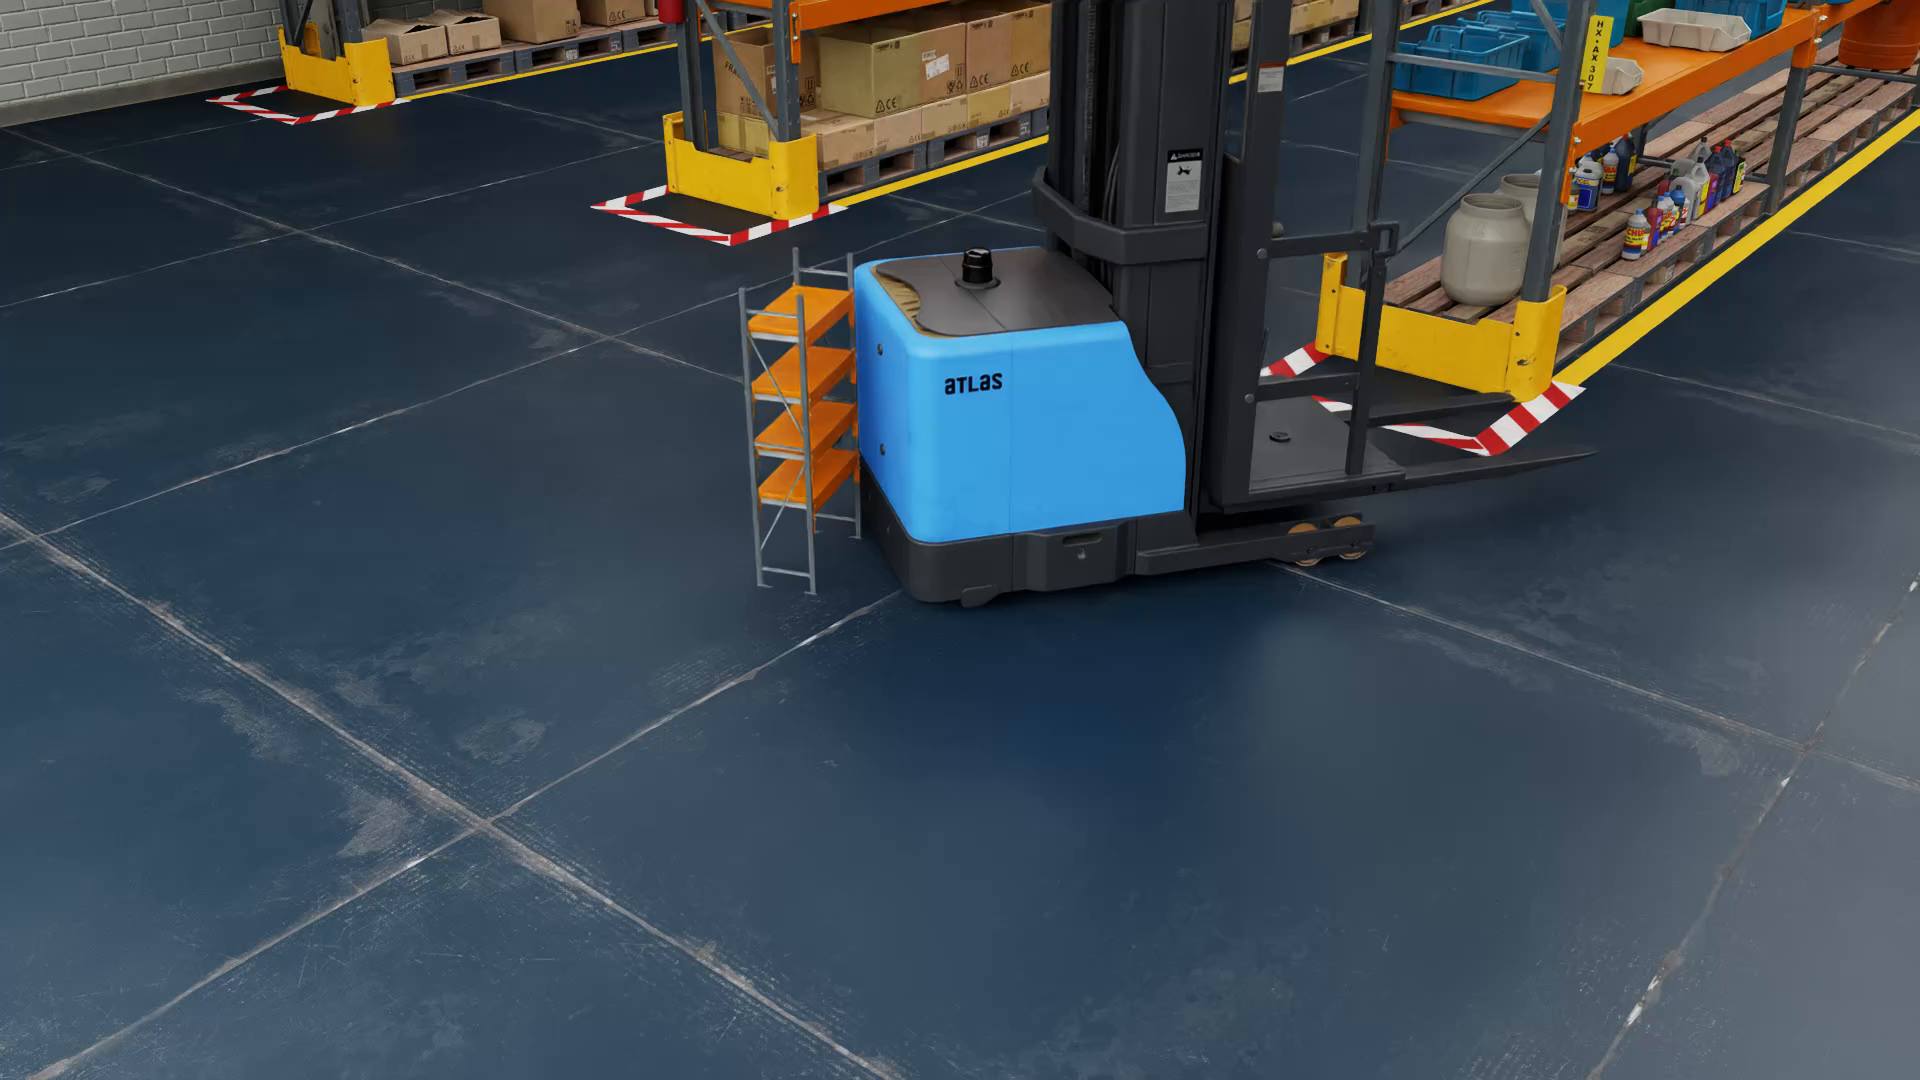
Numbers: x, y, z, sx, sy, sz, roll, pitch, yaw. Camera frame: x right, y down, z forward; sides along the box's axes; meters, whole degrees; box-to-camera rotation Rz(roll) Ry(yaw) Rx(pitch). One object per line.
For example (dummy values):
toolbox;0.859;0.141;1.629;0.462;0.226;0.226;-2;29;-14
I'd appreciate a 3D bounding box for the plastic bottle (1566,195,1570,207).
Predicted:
plastic bottle;3.582;-2.008;9.933;0.097;0.201;0.097;0;27;0

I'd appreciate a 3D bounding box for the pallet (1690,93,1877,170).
pallet;6.164;-3.079;12.473;1.003;0.211;1.213;21;34;34

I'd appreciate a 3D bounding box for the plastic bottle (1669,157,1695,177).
plastic bottle;4.479;-2.233;10.287;0.152;0.276;0.135;21;34;34

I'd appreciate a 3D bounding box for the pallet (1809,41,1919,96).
pallet;7.933;-4.065;14.378;1.003;0.211;1.213;21;34;34

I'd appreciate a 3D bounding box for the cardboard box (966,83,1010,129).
cardboard box;0.023;-3.246;12.296;0.500;0.250;0.500;21;34;34

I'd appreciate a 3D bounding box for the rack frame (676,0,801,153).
rack frame;-1.445;-3.624;10.491;1.000;3.000;0.127;21;34;34

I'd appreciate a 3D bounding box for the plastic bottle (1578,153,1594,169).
plastic bottle;3.901;-2.282;10.388;0.097;0.271;0.097;0;27;0

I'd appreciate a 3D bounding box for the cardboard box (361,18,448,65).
cardboard box;-4.760;-4.291;14.228;0.500;0.311;0.500;17;32;29

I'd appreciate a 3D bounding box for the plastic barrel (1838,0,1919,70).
plastic barrel;7.761;-4.413;13.920;0.600;0.830;0.708;21;34;34

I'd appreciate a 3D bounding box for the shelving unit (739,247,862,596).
shelving unit;-0.589;-0.445;6.305;0.258;1.200;0.503;8;28;16

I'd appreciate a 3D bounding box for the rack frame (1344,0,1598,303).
rack frame;2.375;-2.175;7.691;1.000;3.000;0.127;21;34;34

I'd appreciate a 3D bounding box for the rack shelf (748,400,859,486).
rack shelf;-0.589;-0.386;6.336;0.258;0.148;0.480;8;28;16

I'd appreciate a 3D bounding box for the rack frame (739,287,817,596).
rack frame;-0.662;-0.339;6.099;0.240;1.200;0.015;8;28;16

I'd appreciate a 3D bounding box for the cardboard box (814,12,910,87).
cardboard box;-0.709;-3.559;12.084;0.500;0.500;0.500;21;34;34

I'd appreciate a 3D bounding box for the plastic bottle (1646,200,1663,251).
plastic bottle;3.927;-1.791;9.425;0.061;0.283;0.133;21;34;35

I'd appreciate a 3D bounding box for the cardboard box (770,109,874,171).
cardboard box;-0.932;-2.715;11.269;0.500;0.250;0.500;21;34;34

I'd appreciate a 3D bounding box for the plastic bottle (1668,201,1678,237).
plastic bottle;4.113;-1.872;9.670;0.097;0.201;0.097;0;27;0

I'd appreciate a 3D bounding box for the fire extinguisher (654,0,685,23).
fire extinguisher;-1.879;-3.684;10.691;0.296;0.674;0.183;21;34;34

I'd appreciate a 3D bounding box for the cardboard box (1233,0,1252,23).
cardboard box;2.205;-4.690;14.477;0.500;0.311;0.500;19;33;33

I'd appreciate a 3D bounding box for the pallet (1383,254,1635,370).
pallet;2.908;-1.264;8.964;1.003;0.211;1.213;21;34;34

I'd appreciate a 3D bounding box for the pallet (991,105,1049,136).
pallet;0.561;-3.534;13.352;1.003;0.211;1.213;21;34;34

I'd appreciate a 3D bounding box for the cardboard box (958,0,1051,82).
cardboard box;0.331;-3.760;12.474;0.500;0.500;0.500;21;34;34

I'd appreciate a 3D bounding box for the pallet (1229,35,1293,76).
pallet;2.313;-4.511;15.240;1.003;0.211;1.213;21;34;34

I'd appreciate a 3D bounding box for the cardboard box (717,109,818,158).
cardboard box;-1.332;-2.866;11.561;0.500;0.250;0.500;21;34;34

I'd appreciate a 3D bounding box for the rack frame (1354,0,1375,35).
rack frame;3.644;-6.461;15.974;1.000;3.000;0.127;21;34;34

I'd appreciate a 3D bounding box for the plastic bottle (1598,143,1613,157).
plastic bottle;4.085;-2.448;10.621;0.144;0.351;0.185;22;34;36

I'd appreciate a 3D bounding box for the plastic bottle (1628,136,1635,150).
plastic bottle;4.276;-2.444;10.687;0.061;0.283;0.133;21;34;34

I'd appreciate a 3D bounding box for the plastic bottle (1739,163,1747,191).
plastic bottle;4.929;-2.326;10.549;0.097;0.201;0.097;0;27;0

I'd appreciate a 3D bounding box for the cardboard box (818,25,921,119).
cardboard box;-0.616;-3.226;11.440;0.500;0.500;0.500;21;34;34

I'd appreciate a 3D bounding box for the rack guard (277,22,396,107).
rack guard;-5.222;-3.988;13.914;1.175;0.500;0.348;21;34;34

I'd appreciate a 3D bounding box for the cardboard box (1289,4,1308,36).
cardboard box;2.850;-4.807;15.313;0.500;0.250;0.500;22;34;36

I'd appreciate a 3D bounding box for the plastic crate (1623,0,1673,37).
plastic crate;3.838;-3.101;9.710;0.450;0.188;0.662;21;34;34

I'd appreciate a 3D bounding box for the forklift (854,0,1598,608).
forklift;1.135;-1.423;6.310;3.031;2.935;1.130;-8;28;-15

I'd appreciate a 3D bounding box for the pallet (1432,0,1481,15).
pallet;4.924;-5.906;17.938;1.003;0.211;1.213;21;34;34

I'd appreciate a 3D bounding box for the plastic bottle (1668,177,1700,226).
plastic bottle;4.298;-2.028;9.890;0.152;0.276;0.135;21;34;35

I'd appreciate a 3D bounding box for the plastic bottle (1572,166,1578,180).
plastic bottle;3.695;-2.230;10.200;0.144;0.351;0.185;20;34;34

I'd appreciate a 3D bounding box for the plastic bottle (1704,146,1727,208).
plastic bottle;4.610;-2.232;10.204;0.144;0.351;0.185;19;33;32

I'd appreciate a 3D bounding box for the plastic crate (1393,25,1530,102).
plastic crate;2.462;-2.374;8.237;0.499;0.251;0.616;21;34;34

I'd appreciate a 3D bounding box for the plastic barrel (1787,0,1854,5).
plastic barrel;5.399;-3.865;10.410;0.600;0.901;0.708;21;34;34

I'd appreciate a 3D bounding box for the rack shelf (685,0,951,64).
rack shelf;-0.173;-4.014;12.027;1.077;0.370;4.000;21;34;34

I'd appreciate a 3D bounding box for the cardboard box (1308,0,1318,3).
cardboard box;3.175;-5.231;15.523;0.500;0.311;0.500;20;34;34

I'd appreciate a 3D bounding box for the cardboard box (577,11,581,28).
cardboard box;-3.758;-4.857;15.498;0.380;0.149;0.250;18;32;30

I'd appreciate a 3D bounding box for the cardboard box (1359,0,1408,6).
cardboard box;4.154;-5.624;16.598;0.500;0.500;0.500;22;35;36
